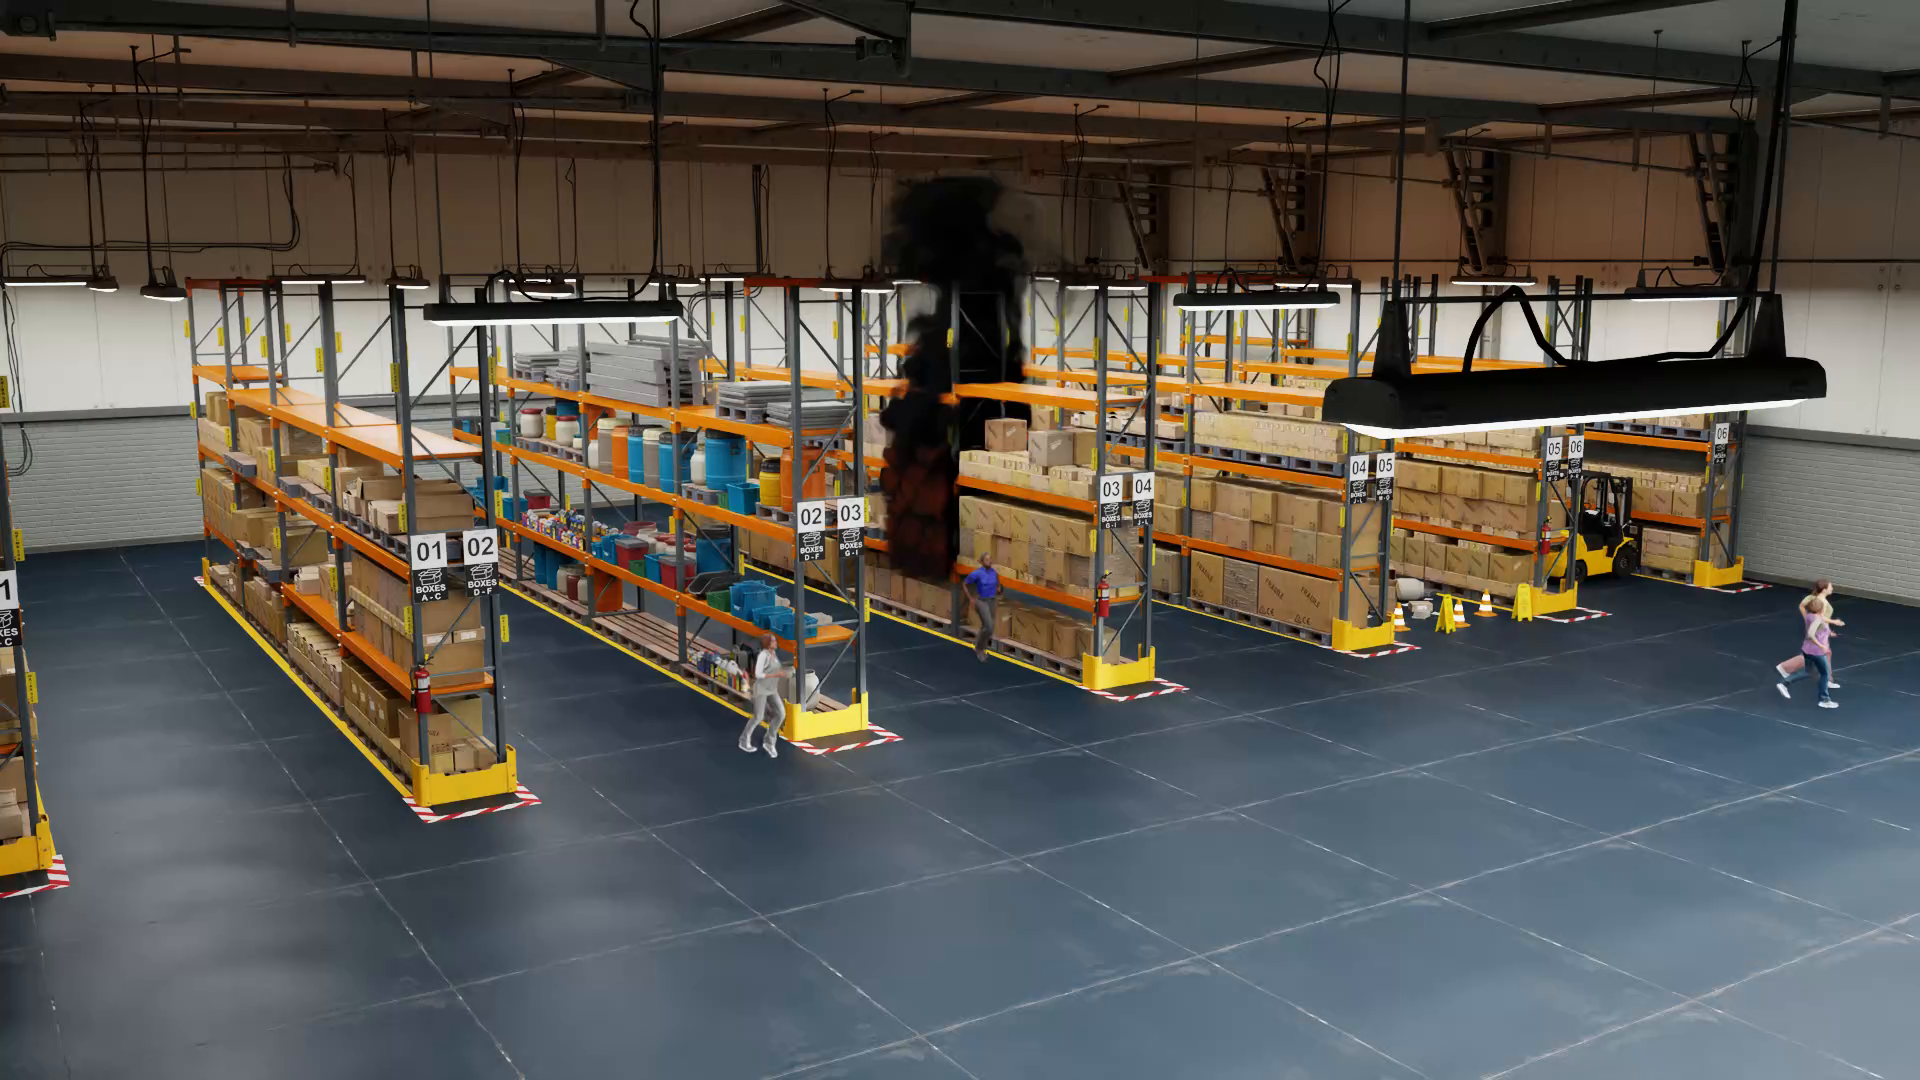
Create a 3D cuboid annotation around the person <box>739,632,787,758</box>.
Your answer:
[{"bbox_3d":[-2.495,1.993,21.438,0.682,1.630,0.536,4,11,25],"label":"person"}]

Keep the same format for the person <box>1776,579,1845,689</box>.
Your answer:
[{"bbox_3d":[12.679,1.390,24.751,0.933,1.655,0.564,2,10,12],"label":"person"}]

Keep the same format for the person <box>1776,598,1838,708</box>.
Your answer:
[{"bbox_3d":[12.135,1.604,23.680,0.841,1.572,0.546,1,10,4],"label":"person"}]

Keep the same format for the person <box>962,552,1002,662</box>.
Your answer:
[{"bbox_3d":[0.409,1.030,25.281,0.550,1.681,0.640,-8,12,-40],"label":"person"}]
